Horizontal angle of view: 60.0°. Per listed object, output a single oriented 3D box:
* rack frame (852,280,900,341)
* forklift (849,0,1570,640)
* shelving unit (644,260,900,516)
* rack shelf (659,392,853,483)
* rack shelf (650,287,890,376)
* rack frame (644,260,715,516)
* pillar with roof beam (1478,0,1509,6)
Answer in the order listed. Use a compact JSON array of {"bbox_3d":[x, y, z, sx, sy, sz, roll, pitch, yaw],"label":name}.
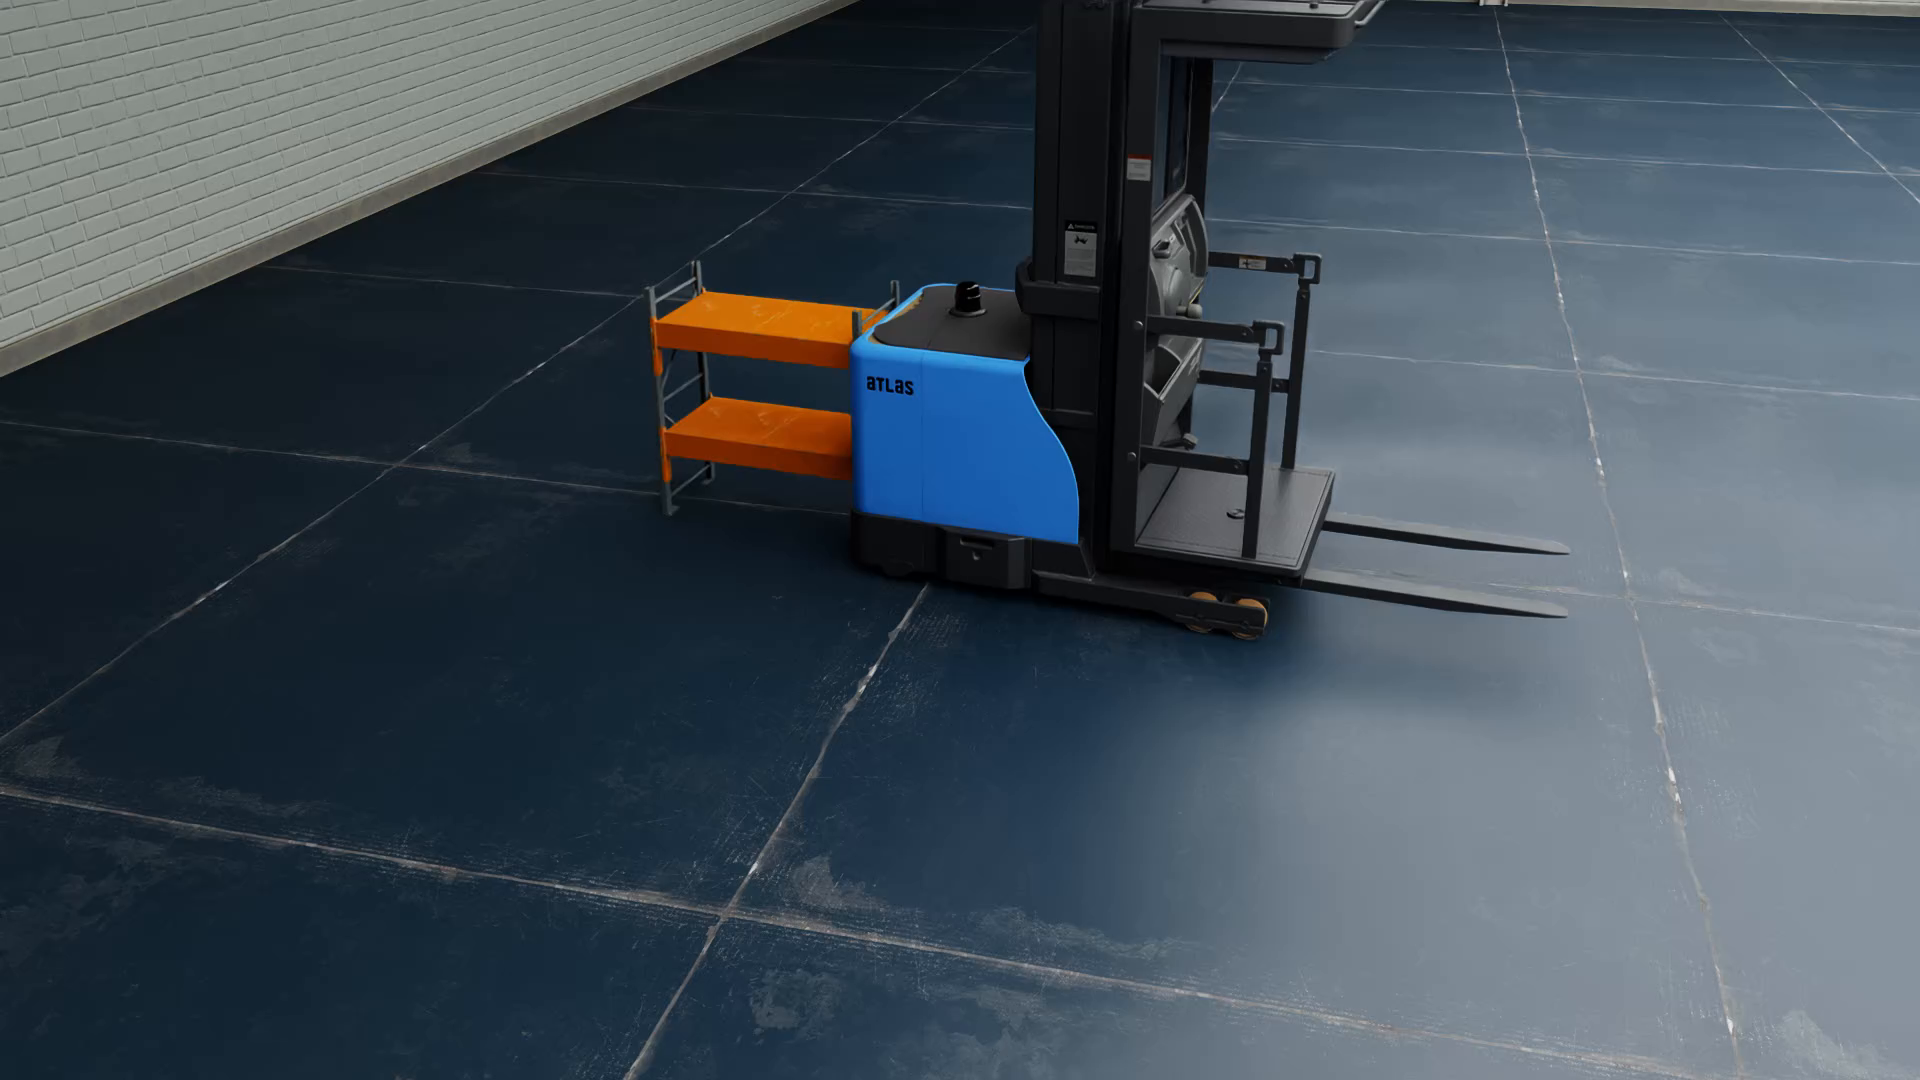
[{"bbox_3d":[-0.374,-0.583,7.666,0.032,1.125,0.500,8,27,17],"label":"rack frame"},{"bbox_3d":[1.089,-1.168,6.793,3.031,2.935,1.130,8,27,17],"label":"forklift"},{"bbox_3d":[-0.854,-0.655,7.816,1.048,1.125,0.538,8,27,17],"label":"shelving unit"},{"bbox_3d":[-0.854,-0.434,7.921,1.000,0.278,0.538,8,27,17],"label":"rack shelf"},{"bbox_3d":[-0.854,-0.919,7.691,1.000,0.278,0.538,8,27,17],"label":"rack shelf"},{"bbox_3d":[-1.335,-0.726,7.967,0.032,1.125,0.500,8,27,17],"label":"rack frame"},{"bbox_3d":[6.617,-10.000,18.286,0.400,9.000,9.100,6,26,13],"label":"pillar with roof beam"}]
